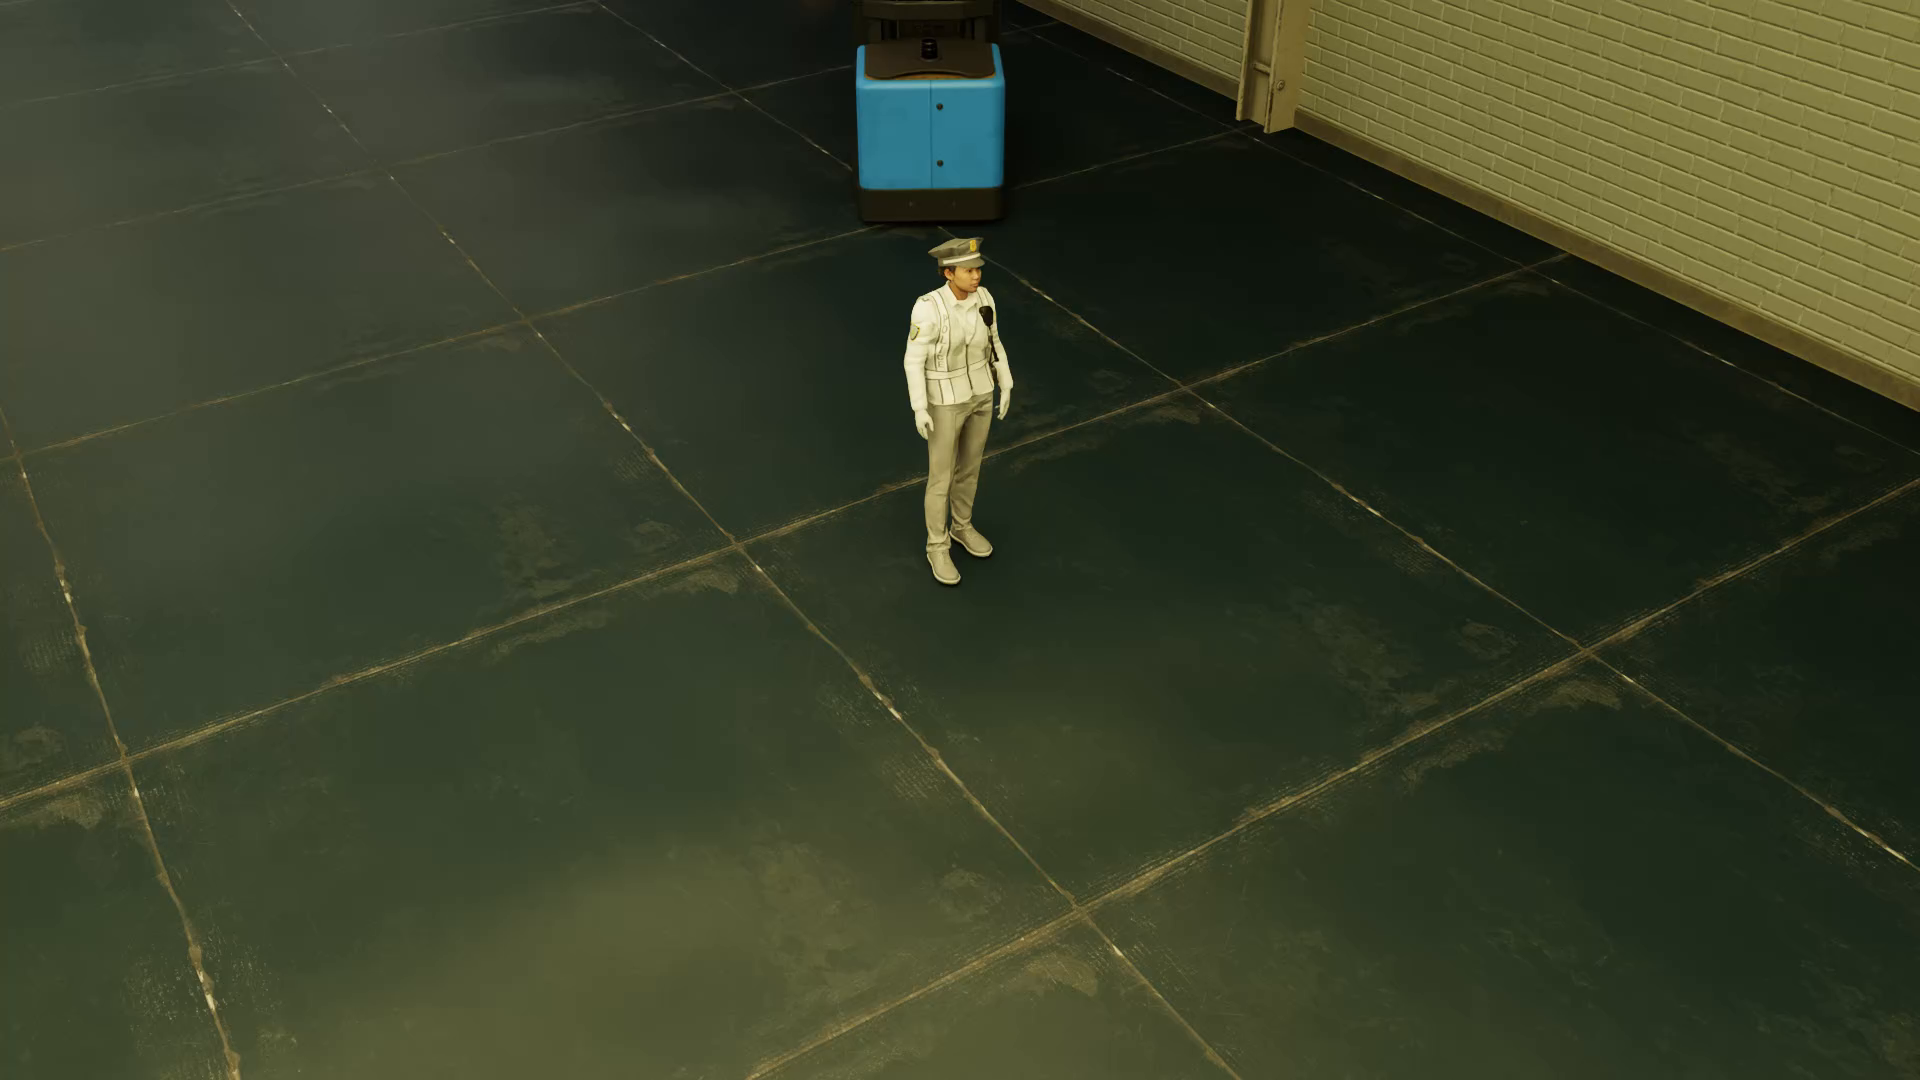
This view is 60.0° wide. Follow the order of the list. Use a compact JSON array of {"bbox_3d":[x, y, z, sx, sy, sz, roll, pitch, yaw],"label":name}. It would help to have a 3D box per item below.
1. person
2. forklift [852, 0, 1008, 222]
[{"bbox_3d":[0.032,-0.664,8.156,0.588,1.695,0.531,-21,40,-27],"label":"person"},{"bbox_3d":[-0.255,-4.272,12.228,1.130,2.935,3.031,-1,35,-2],"label":"forklift"}]
